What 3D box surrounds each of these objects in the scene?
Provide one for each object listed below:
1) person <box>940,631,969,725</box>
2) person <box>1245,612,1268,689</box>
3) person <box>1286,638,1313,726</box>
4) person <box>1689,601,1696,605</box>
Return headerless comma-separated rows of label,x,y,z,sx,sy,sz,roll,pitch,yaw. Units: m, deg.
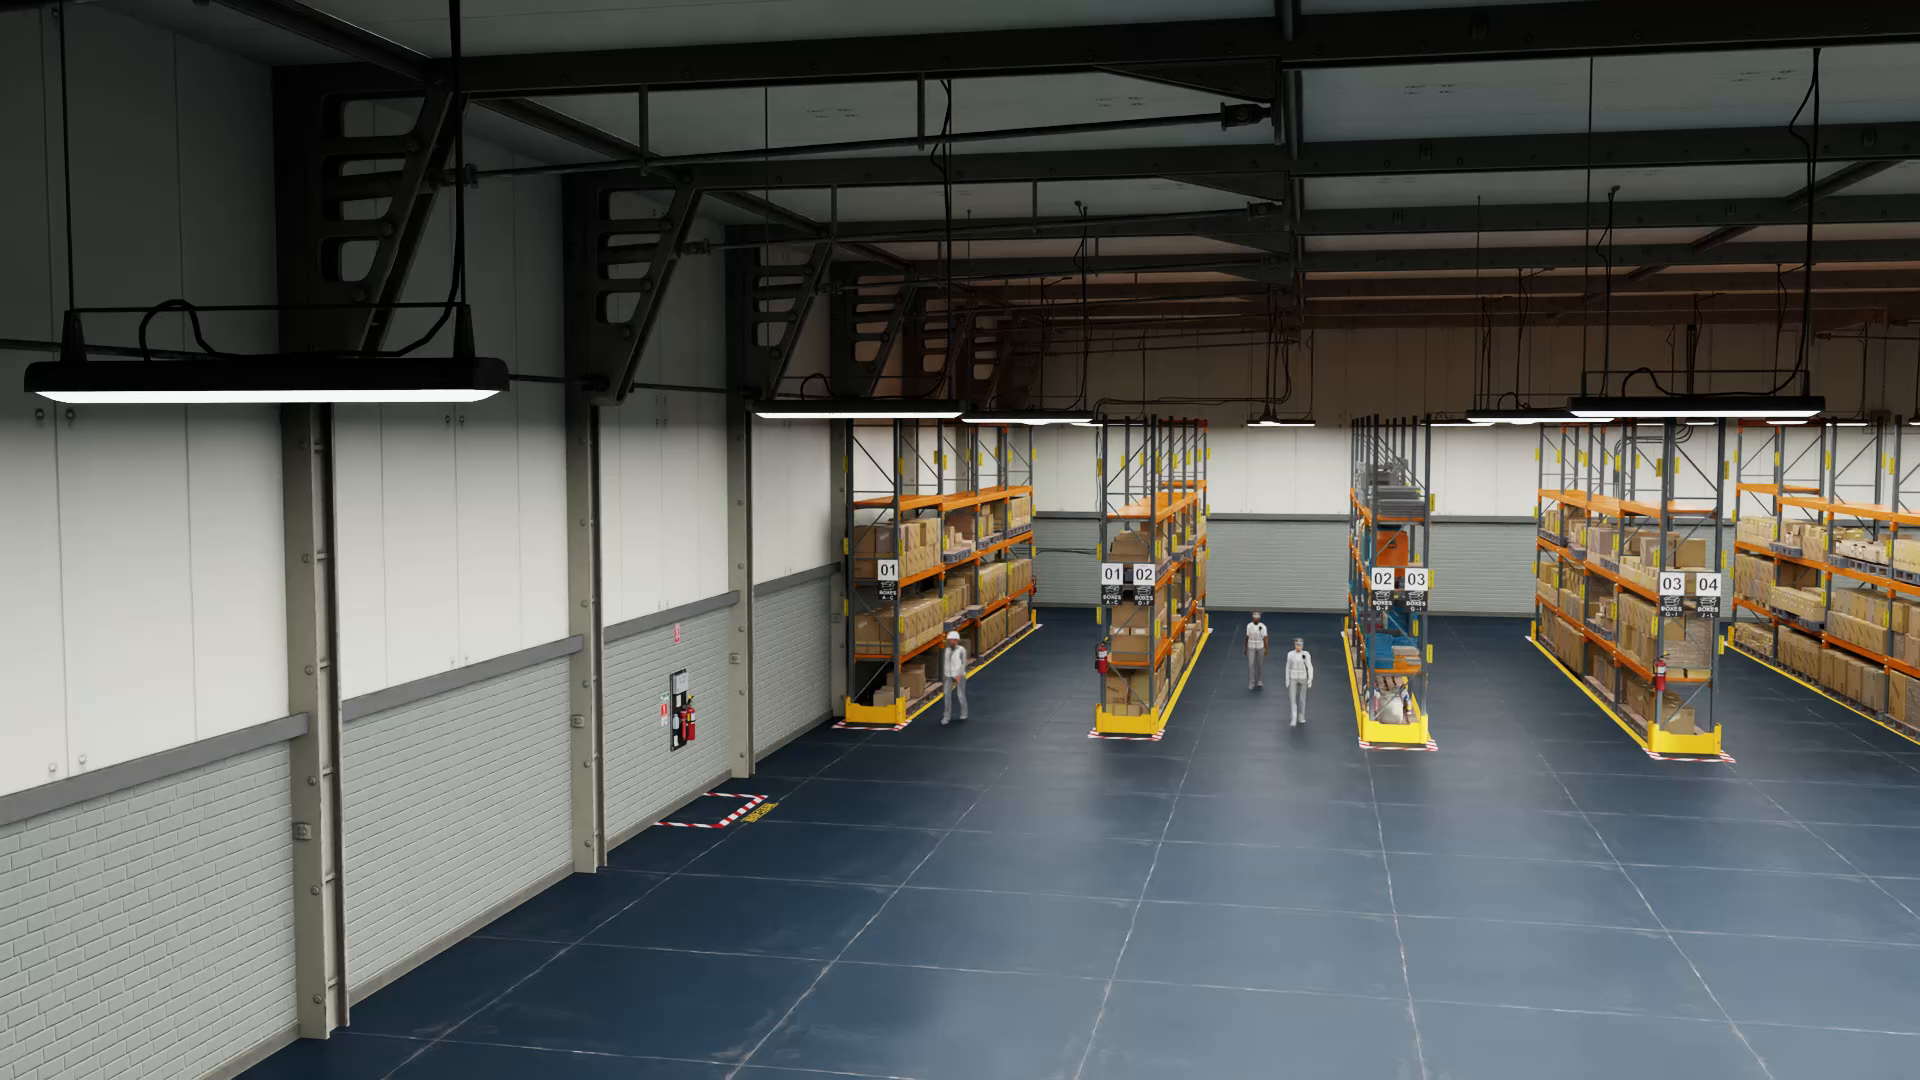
person,-0.129,2.678,32.535,0.565,1.777,0.805,2,4,29
person,6.579,2.438,36.924,0.507,1.694,0.647,1,4,13
person,6.577,2.758,32.296,0.508,1.723,0.509,1,4,14
person,19.665,1.949,44.663,0.942,1.534,0.449,-4,5,-45
